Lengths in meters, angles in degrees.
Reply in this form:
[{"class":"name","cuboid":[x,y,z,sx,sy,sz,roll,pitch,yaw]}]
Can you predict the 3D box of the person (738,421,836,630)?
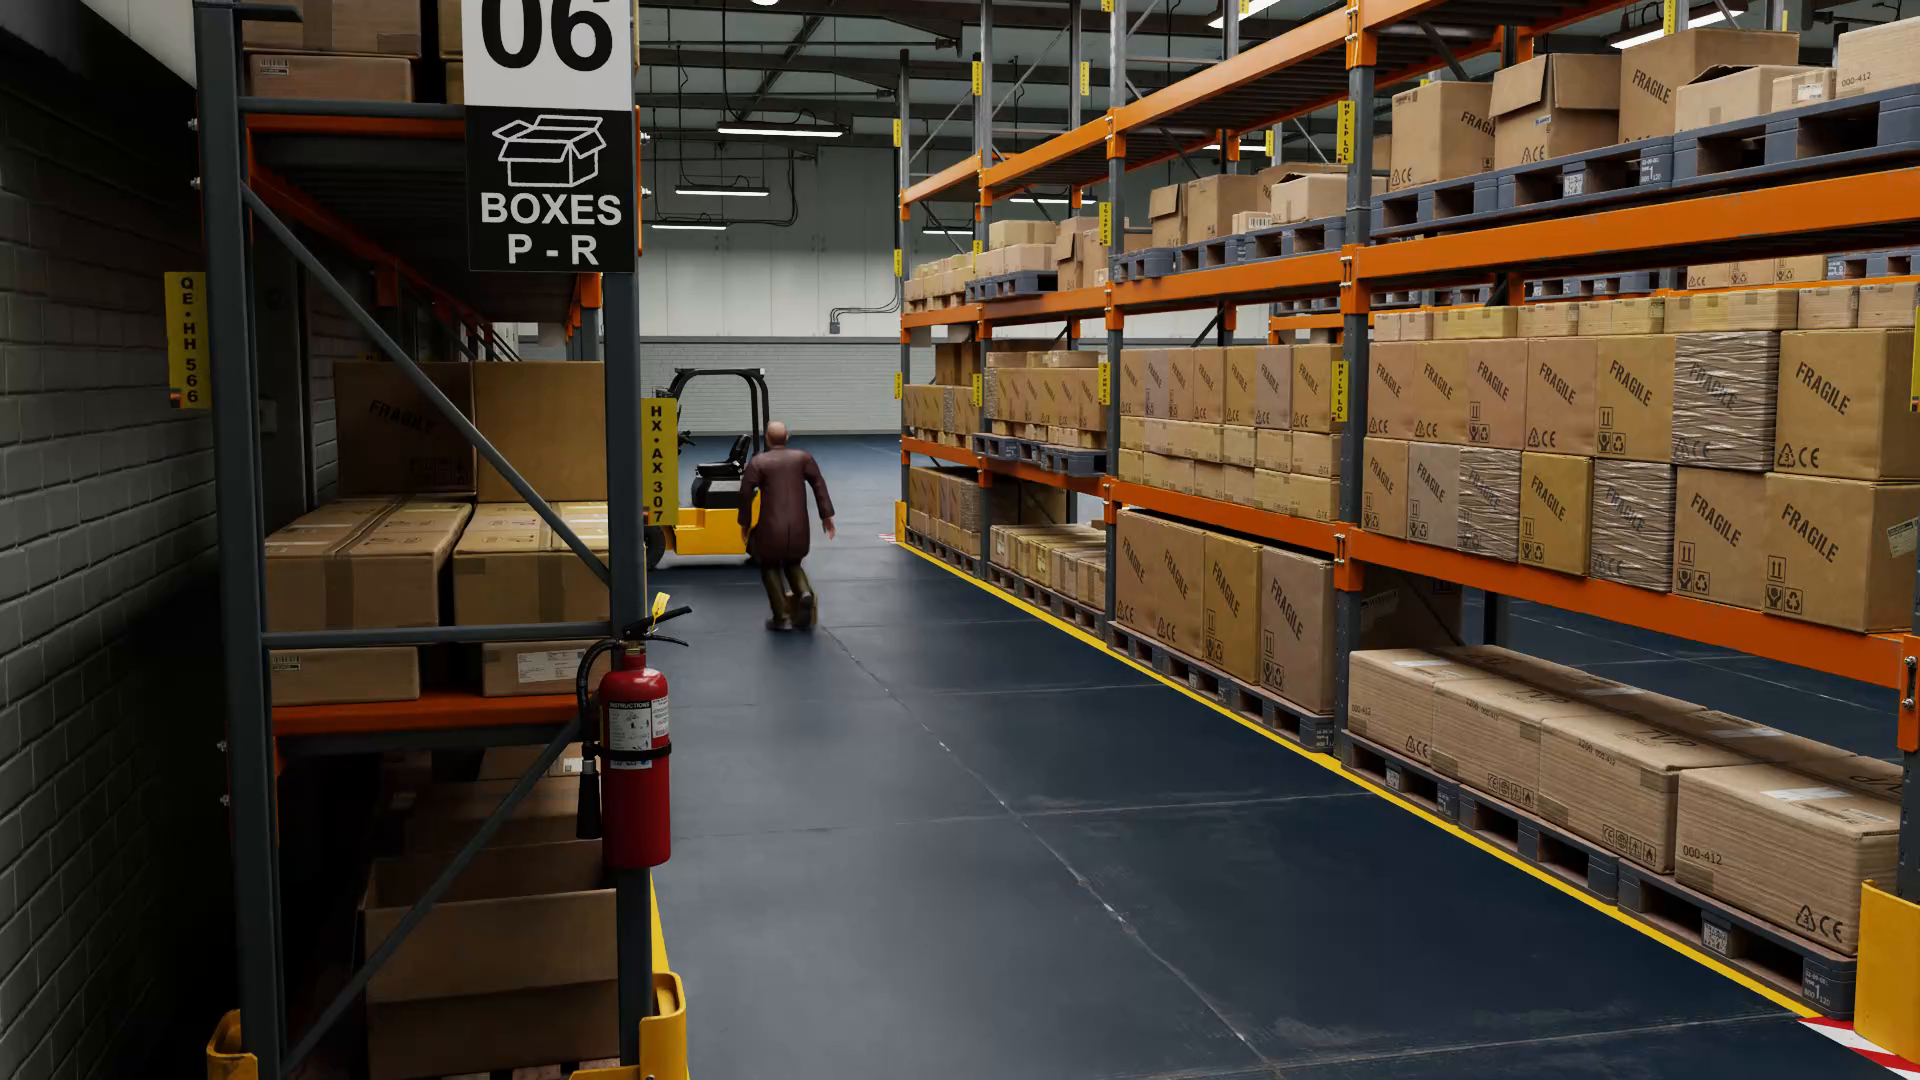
[{"class":"person","cuboid":[-1.422,-0.119,13.767,0.776,1.715,0.615,-3,7,-24]}]
